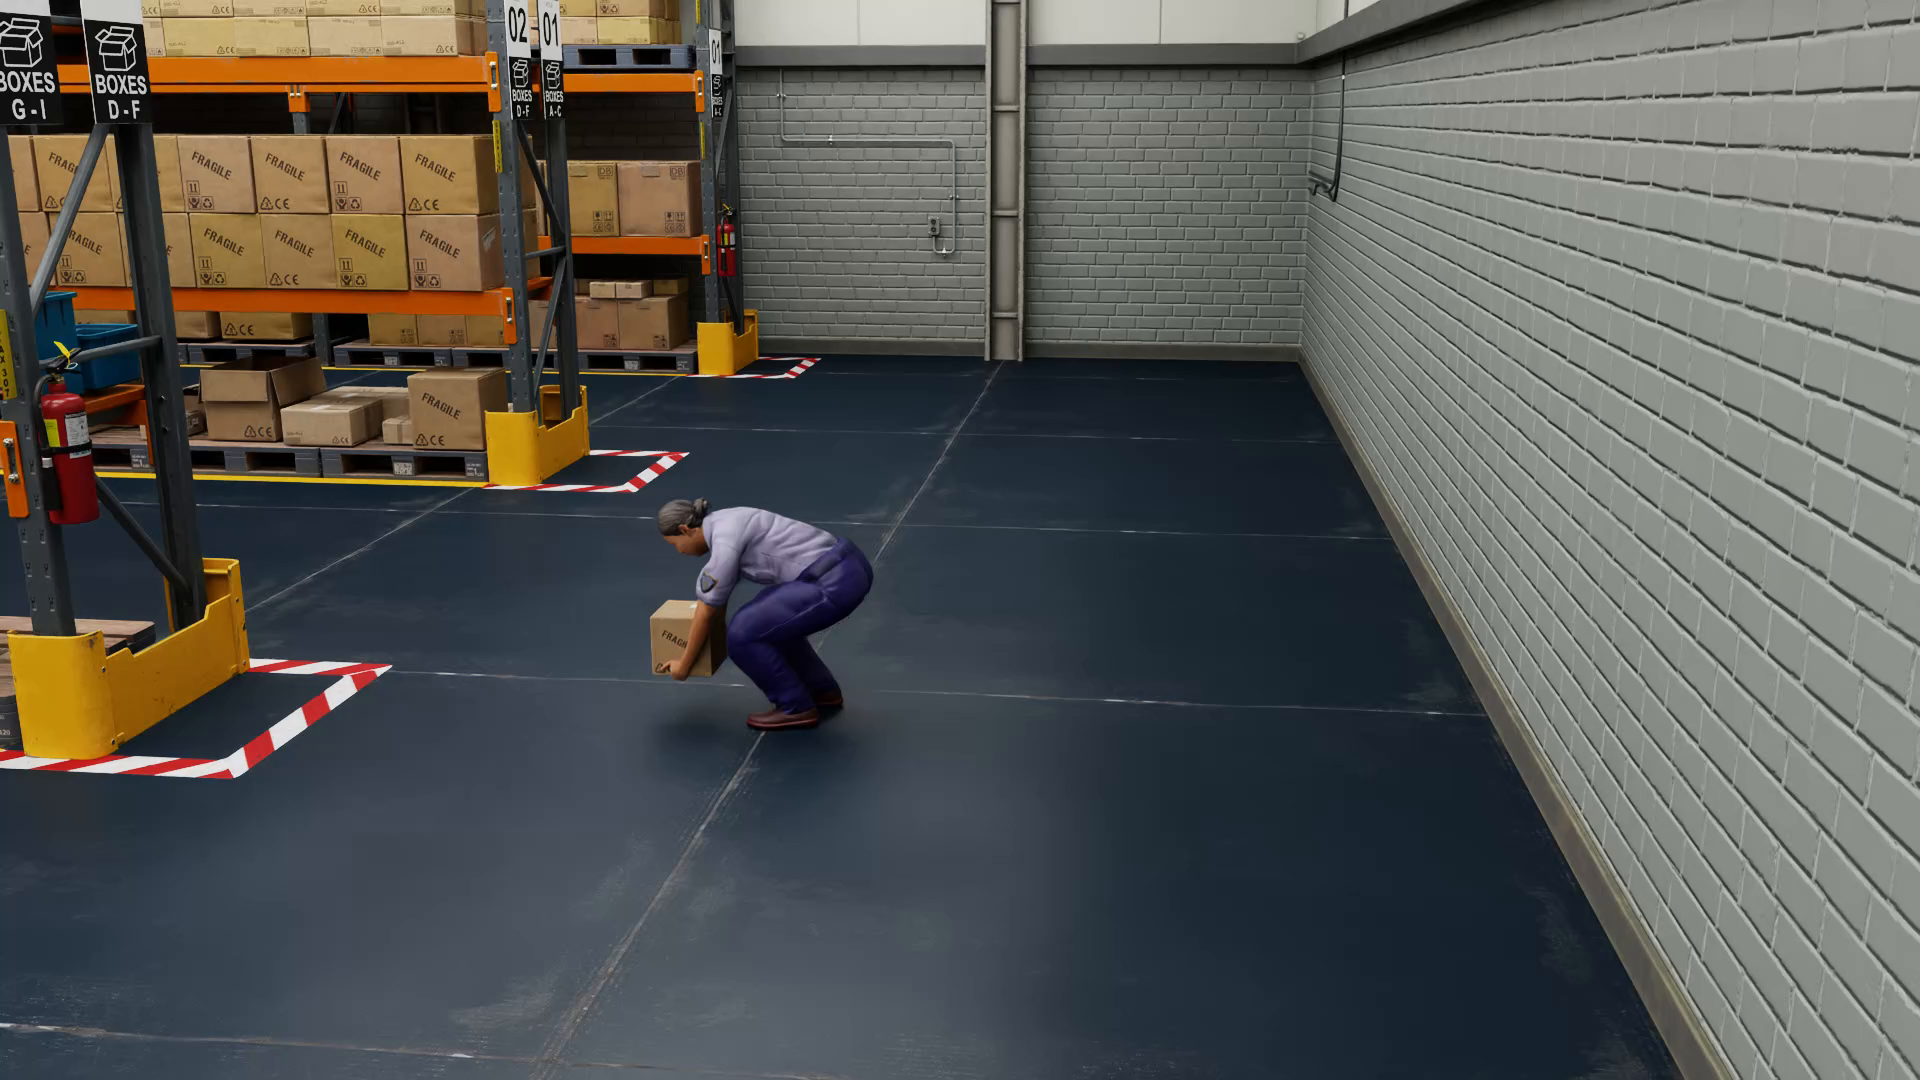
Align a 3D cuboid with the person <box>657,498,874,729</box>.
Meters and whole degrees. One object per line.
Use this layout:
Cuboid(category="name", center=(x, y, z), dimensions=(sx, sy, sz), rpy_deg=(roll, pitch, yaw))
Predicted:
Cuboid(category="person", center=(-0.797, 0.284, 6.868), dimensions=(0.868, 0.941, 0.508), rpy_deg=(1, 14, 4))
